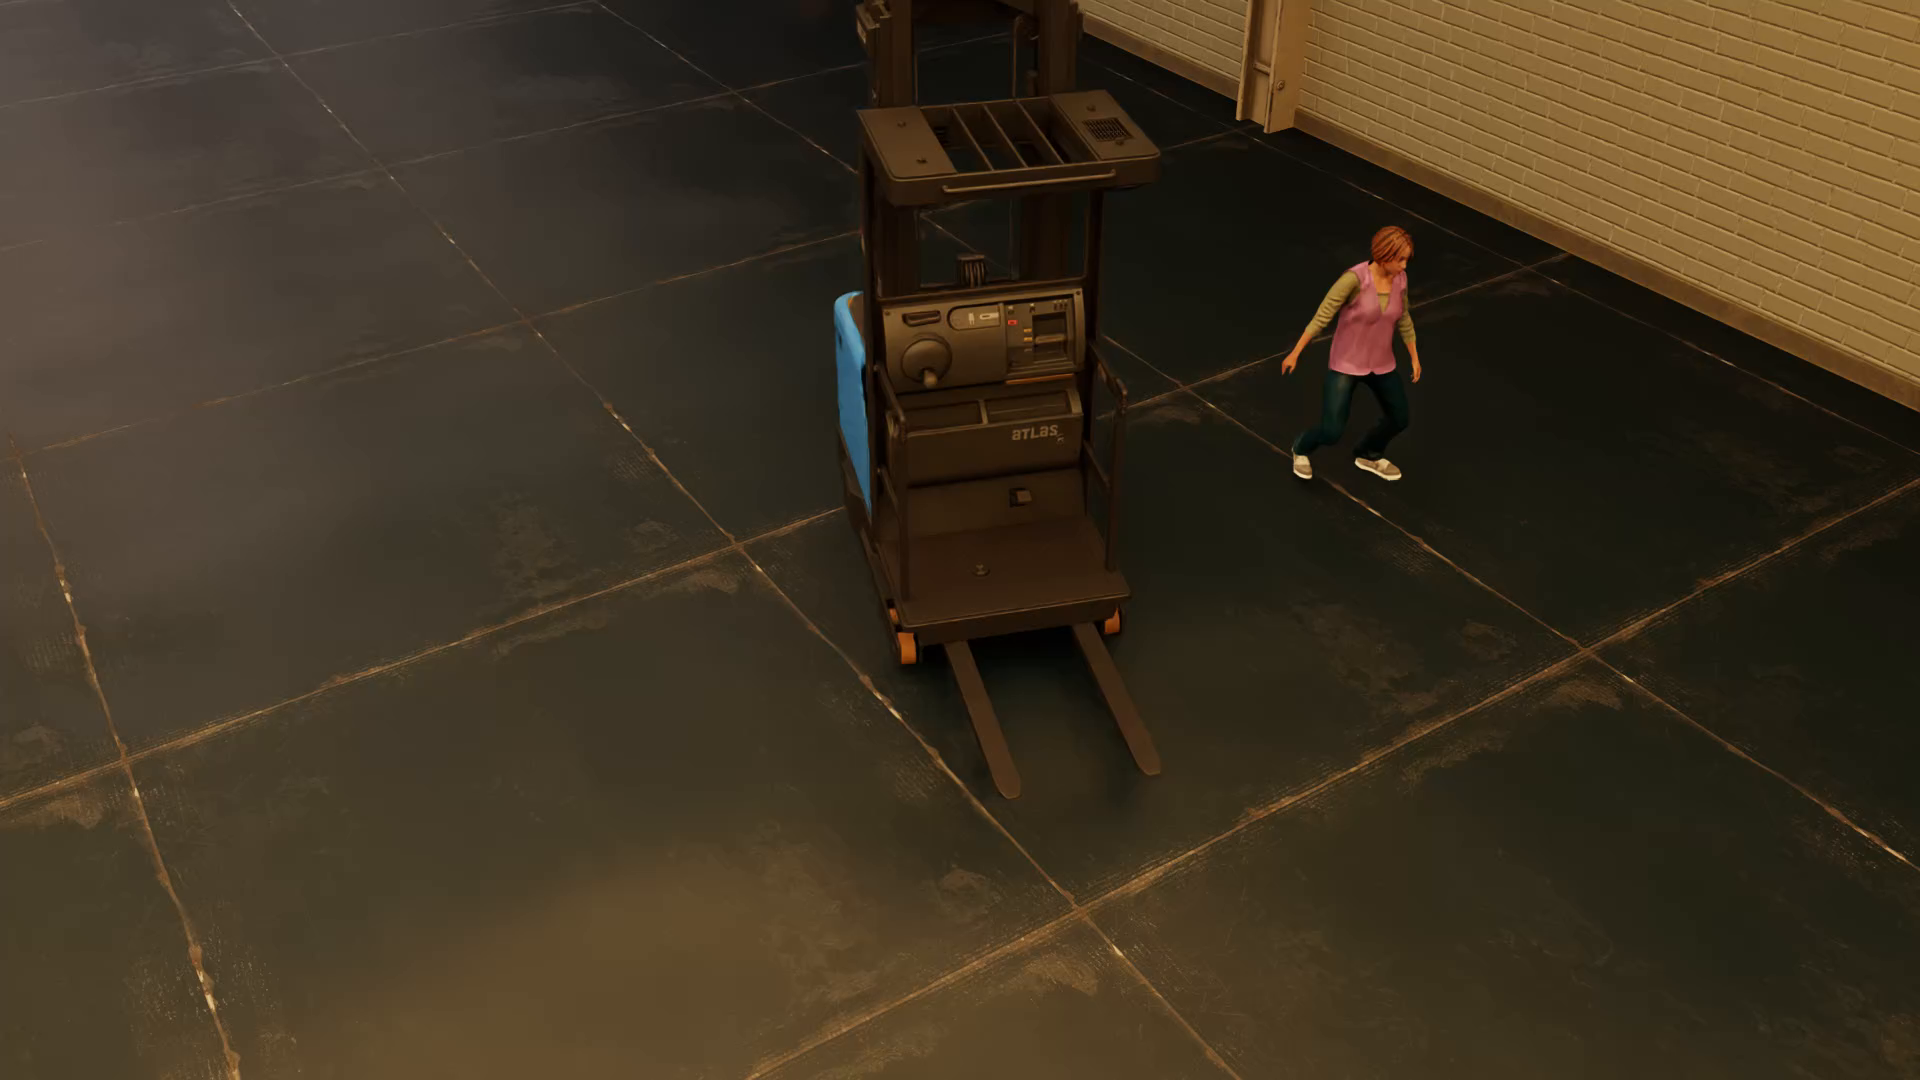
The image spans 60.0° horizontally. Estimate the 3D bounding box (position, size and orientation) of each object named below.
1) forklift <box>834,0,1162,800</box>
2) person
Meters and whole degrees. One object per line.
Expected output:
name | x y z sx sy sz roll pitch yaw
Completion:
forklift | 0.165 -0.849 7.355 1.130 2.935 3.031 -8 36 -11
person | 2.064 -0.950 8.736 0.745 1.520 0.447 -8 36 -11
